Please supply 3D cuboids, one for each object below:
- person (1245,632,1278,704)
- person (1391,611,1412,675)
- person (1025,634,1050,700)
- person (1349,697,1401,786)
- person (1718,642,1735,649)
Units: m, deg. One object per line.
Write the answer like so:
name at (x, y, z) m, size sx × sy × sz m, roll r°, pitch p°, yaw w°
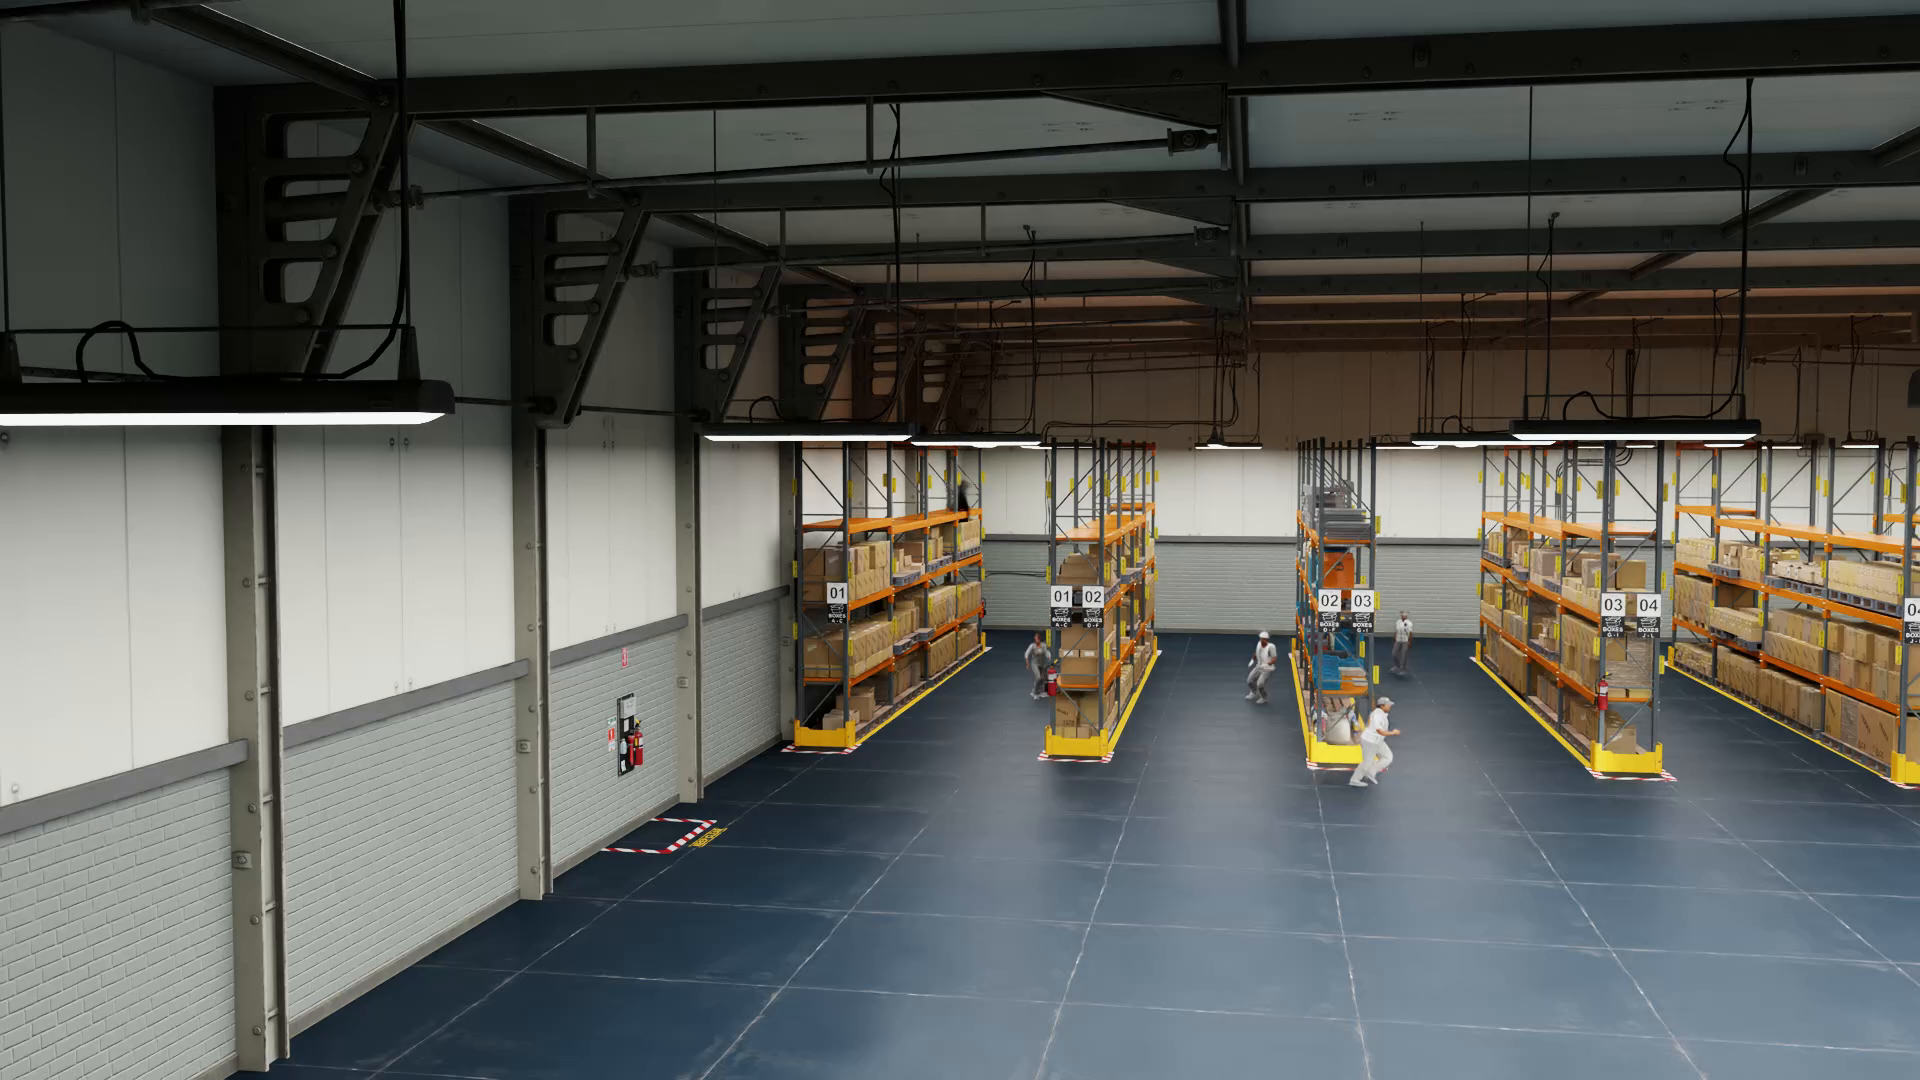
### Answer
person at (6.825, 2.907, 37.731) m, size 0.580 × 1.683 × 0.910 m, roll -2°, pitch 4°, yaw -39°
person at (11.346, 2.642, 42.730) m, size 0.583 × 1.696 × 0.452 m, roll 2°, pitch 4°, yaw 35°
person at (1.837, 2.945, 38.610) m, size 0.553 × 1.533 × 0.740 m, roll -2°, pitch 3°, yaw -28°
person at (7.085, 3.433, 28.323) m, size 0.869 × 1.556 × 0.598 m, roll 2°, pitch 3°, yaw 29°
person at (20.781, 2.541, 45.151) m, size 0.622 × 1.587 × 0.670 m, roll -2°, pitch 4°, yaw -35°
